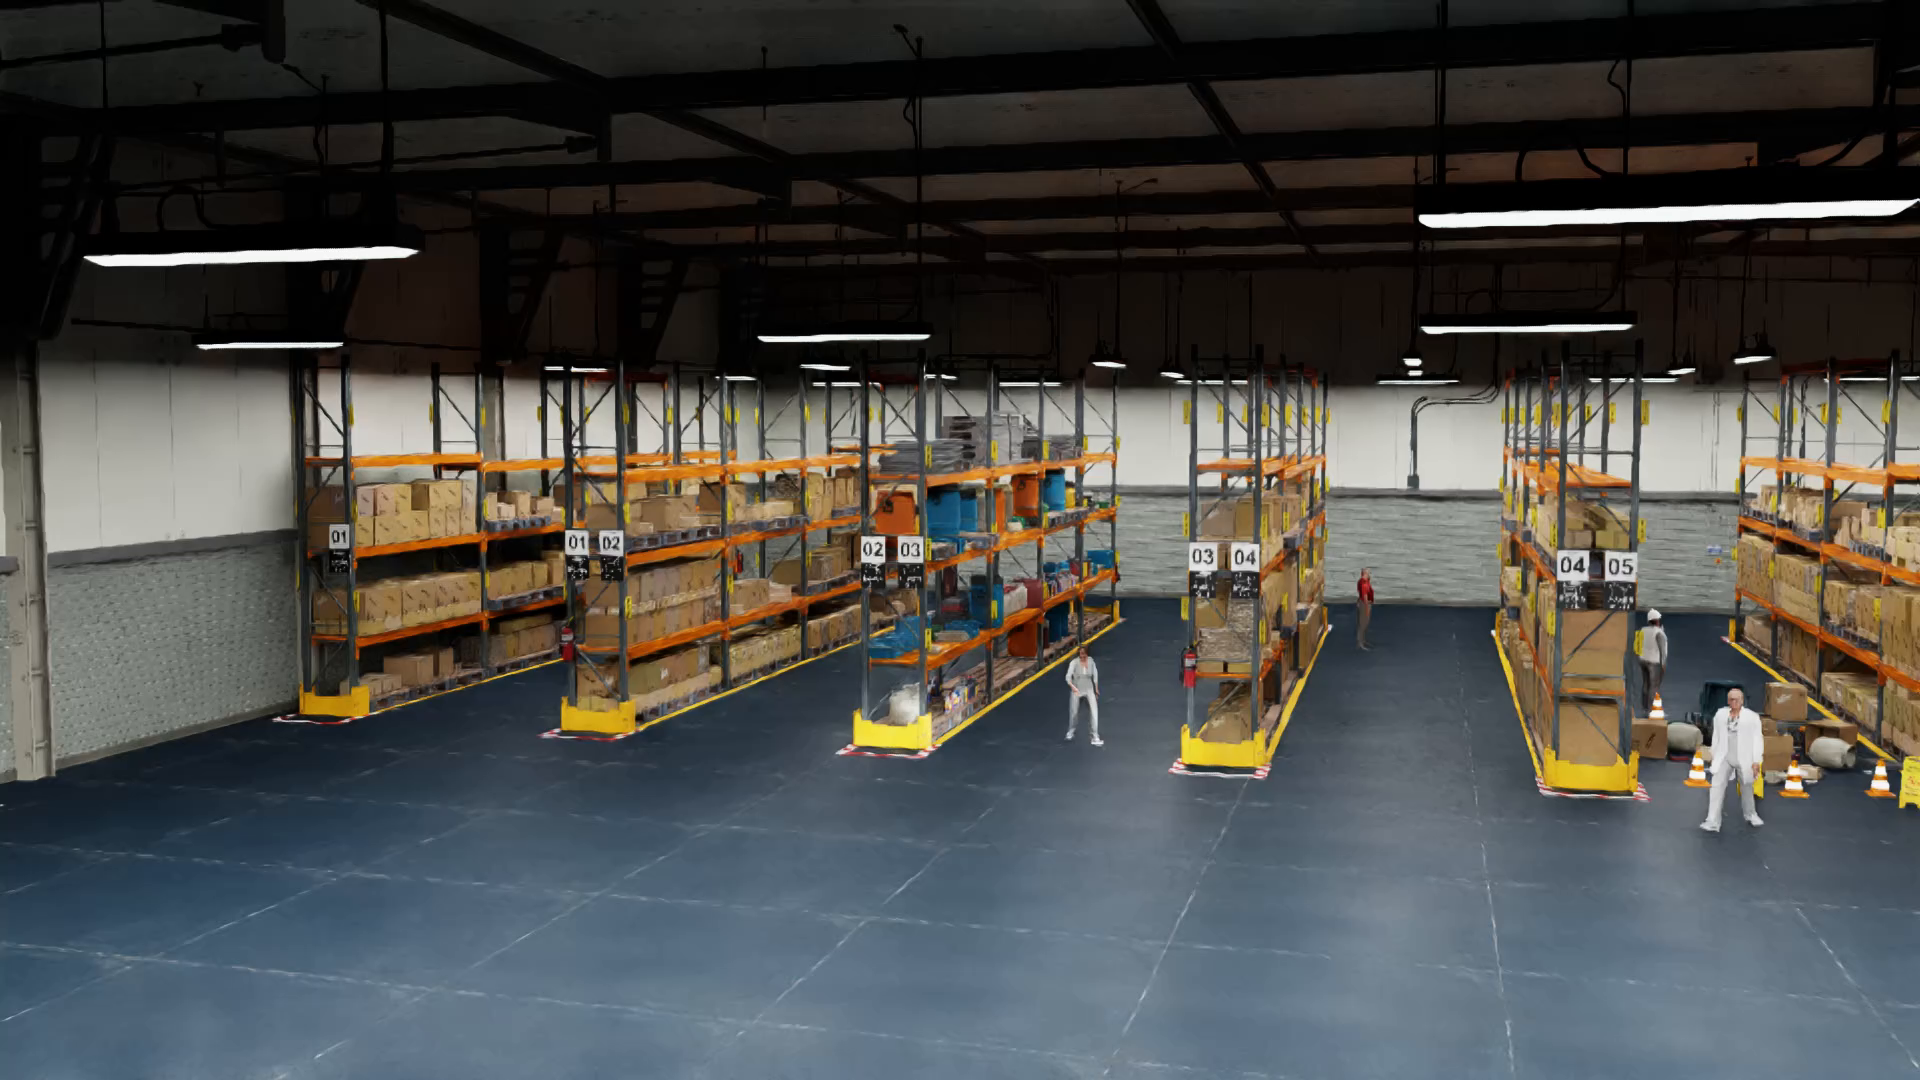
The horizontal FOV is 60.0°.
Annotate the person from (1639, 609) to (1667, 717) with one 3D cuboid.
[{"bbox_3d":[11.555,2.033,27.641,0.444,1.766,0.581,-1,4,-16],"label":"person"}]

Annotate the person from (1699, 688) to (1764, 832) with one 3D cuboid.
[{"bbox_3d":[9.346,2.642,20.059,0.634,1.736,1.040,3,5,38],"label":"person"}]

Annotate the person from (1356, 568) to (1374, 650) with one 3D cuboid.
[{"bbox_3d":[8.675,1.454,35.608,0.409,1.729,0.651,0,4,5],"label":"person"}]

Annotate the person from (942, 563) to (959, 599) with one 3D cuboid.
[{"bbox_3d":[-0.228,1.068,40.360,0.437,1.786,0.644,2,5,25],"label":"person"}]

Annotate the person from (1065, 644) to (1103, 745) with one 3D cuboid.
[{"bbox_3d":[1.877,2.329,25.402,0.561,1.512,0.788,0,4,-2],"label":"person"}]
